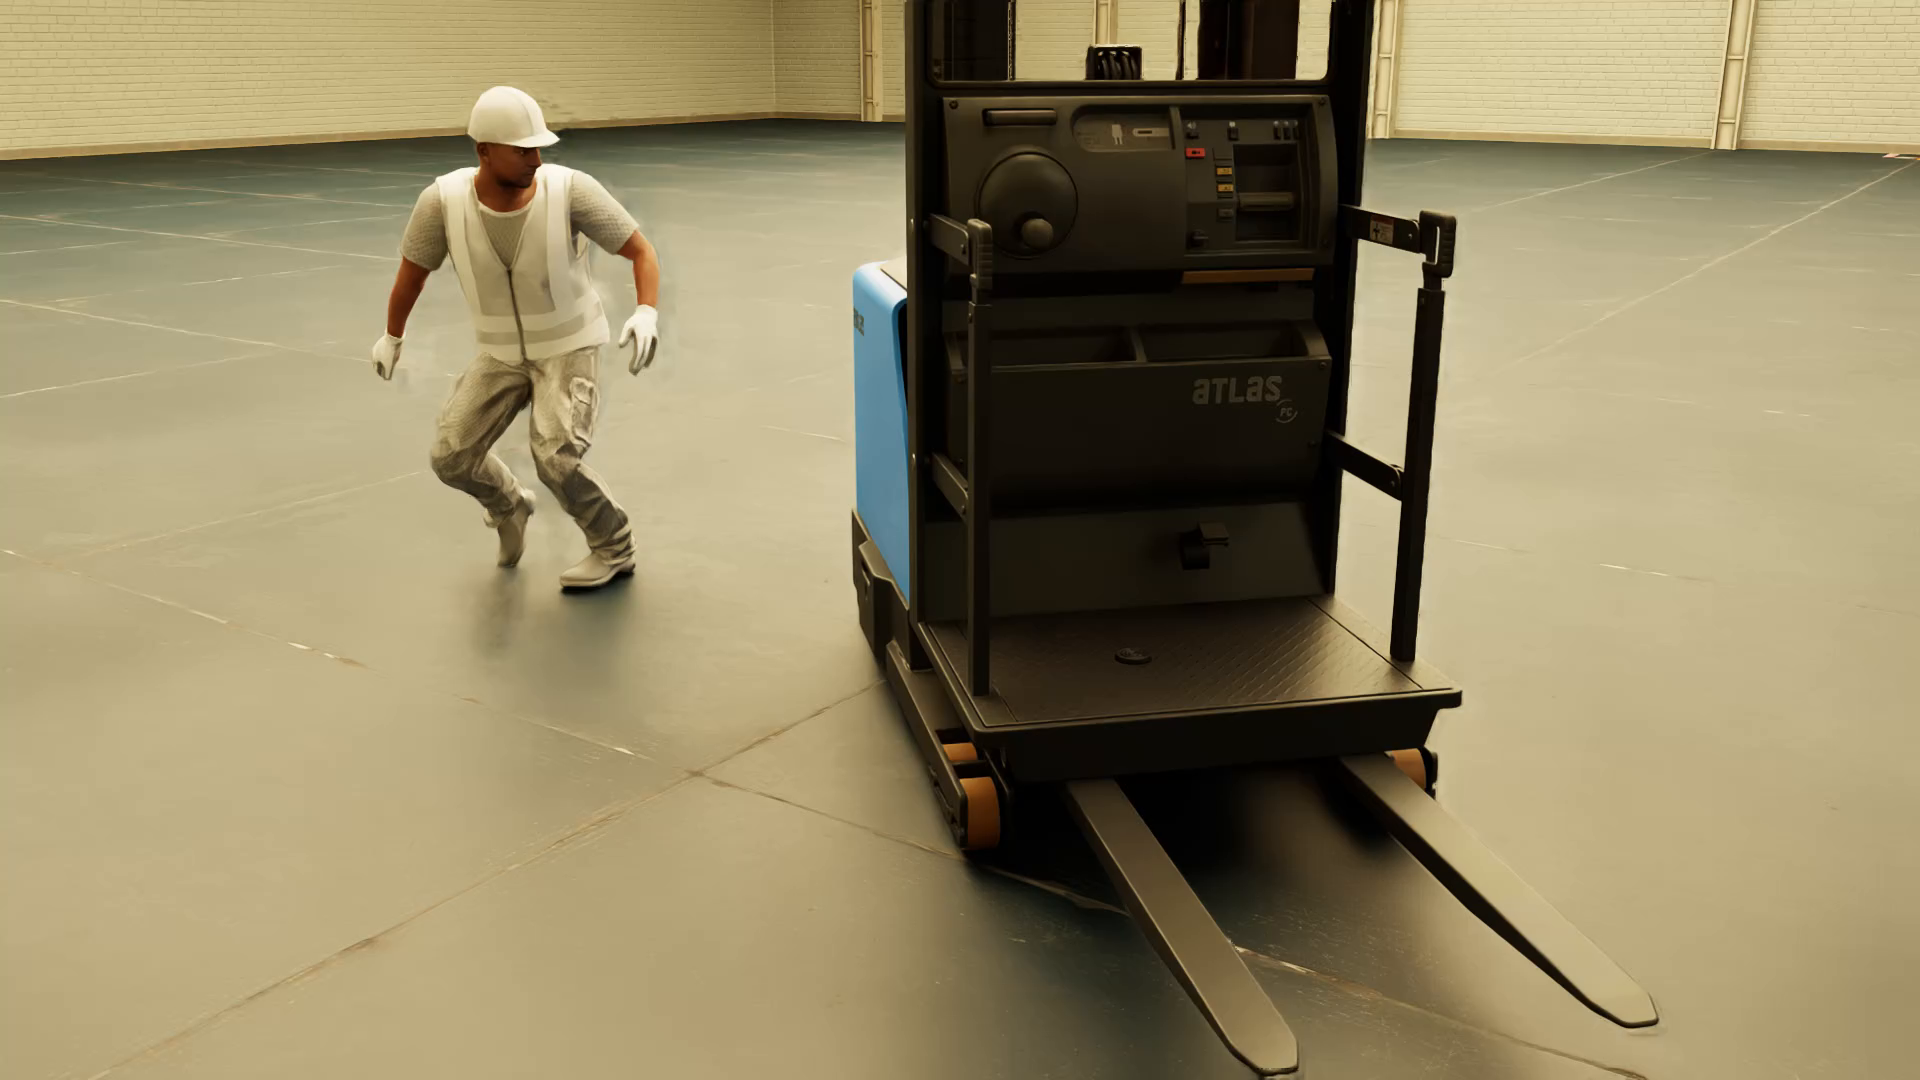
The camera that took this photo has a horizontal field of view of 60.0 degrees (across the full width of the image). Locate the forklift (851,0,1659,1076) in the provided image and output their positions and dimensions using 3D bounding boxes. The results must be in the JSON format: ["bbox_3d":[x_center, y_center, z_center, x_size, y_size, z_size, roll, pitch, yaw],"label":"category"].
[{"bbox_3d":[0.468,-0.835,3.624,1.130,2.935,3.031,-3,17,-11],"label":"forklift"}]

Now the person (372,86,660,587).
[{"bbox_3d":[-1.417,-0.606,5.294,1.015,1.625,0.541,2,17,7],"label":"person"}]
